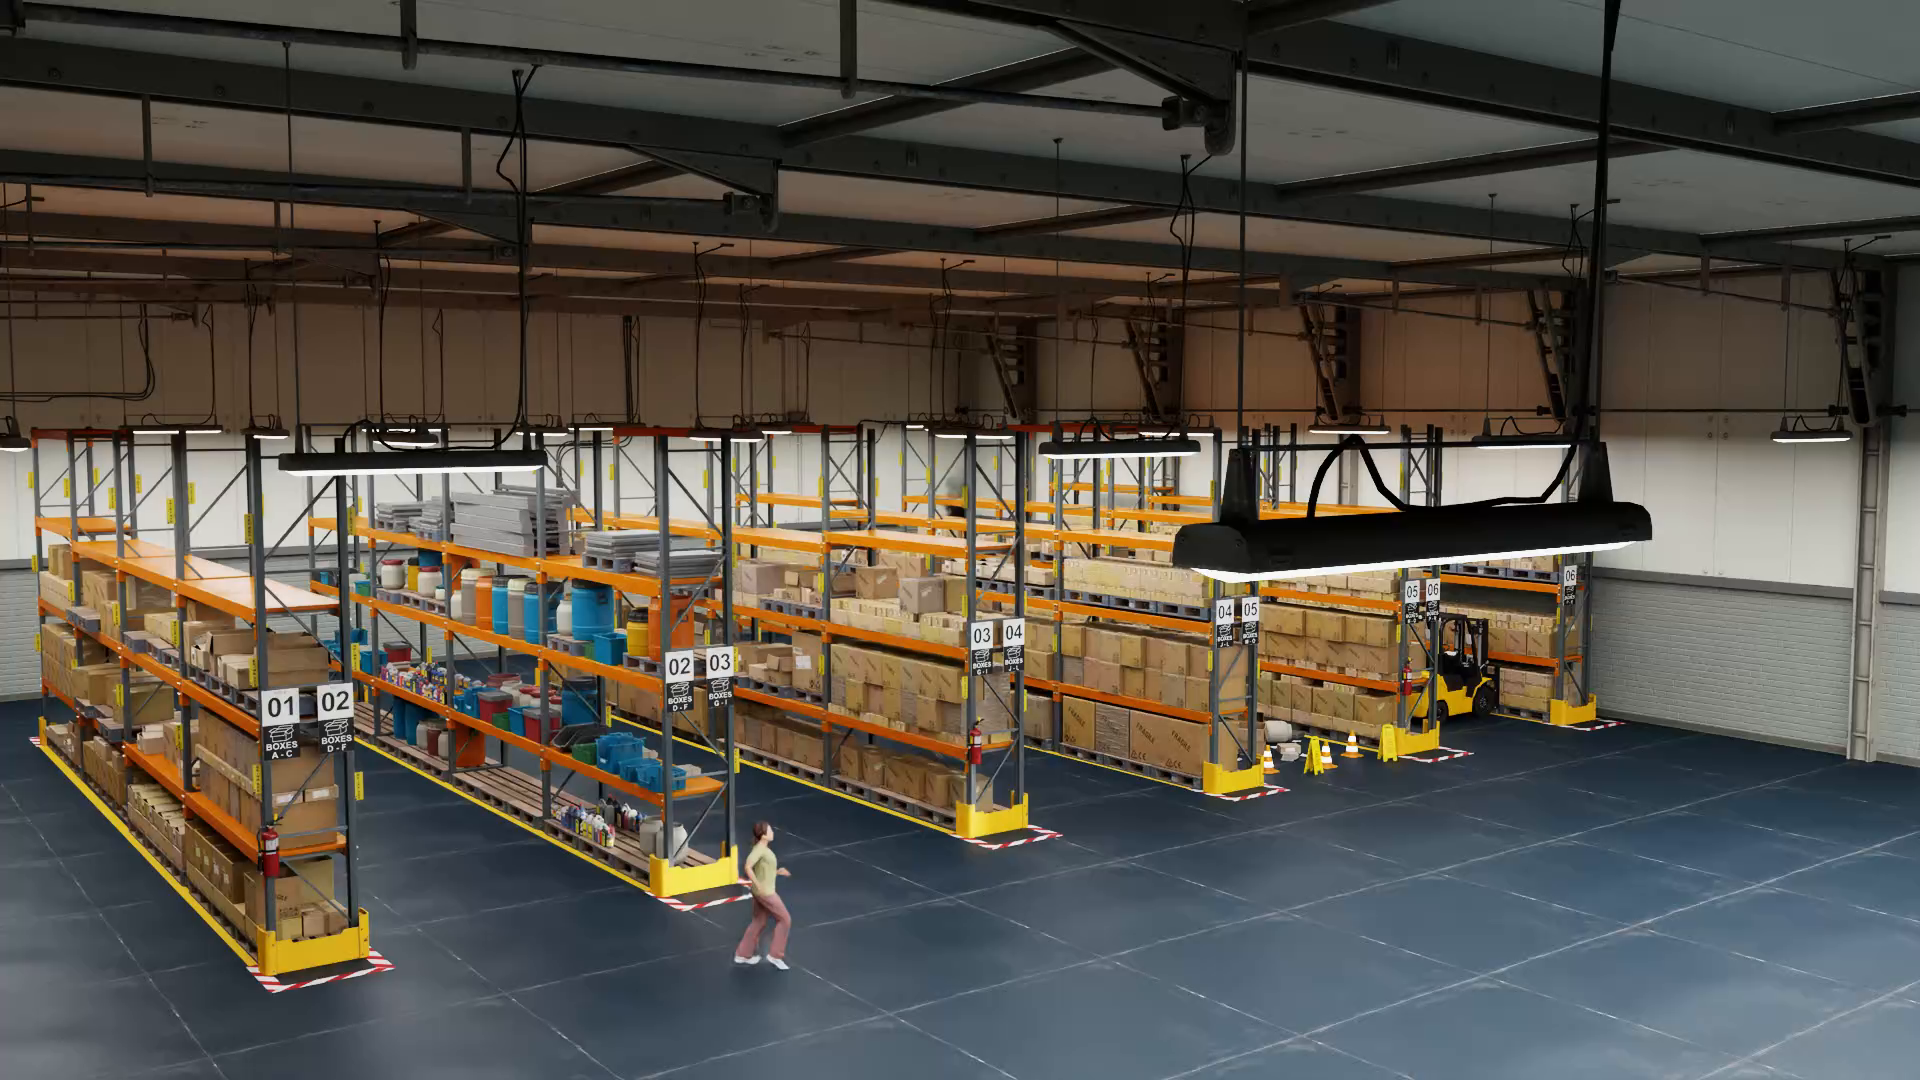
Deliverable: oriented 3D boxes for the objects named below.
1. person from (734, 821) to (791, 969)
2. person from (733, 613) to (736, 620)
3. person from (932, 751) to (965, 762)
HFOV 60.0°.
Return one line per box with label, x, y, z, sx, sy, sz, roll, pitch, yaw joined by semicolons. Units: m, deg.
person;-2.240;4.037;18.831;0.654;1.717;0.598;-1;5;-15
person;-5.714;2.178;41.682;0.685;1.770;0.751;0;4;0
person;-0.154;3.118;29.788;0.852;1.708;0.605;4;6;41
